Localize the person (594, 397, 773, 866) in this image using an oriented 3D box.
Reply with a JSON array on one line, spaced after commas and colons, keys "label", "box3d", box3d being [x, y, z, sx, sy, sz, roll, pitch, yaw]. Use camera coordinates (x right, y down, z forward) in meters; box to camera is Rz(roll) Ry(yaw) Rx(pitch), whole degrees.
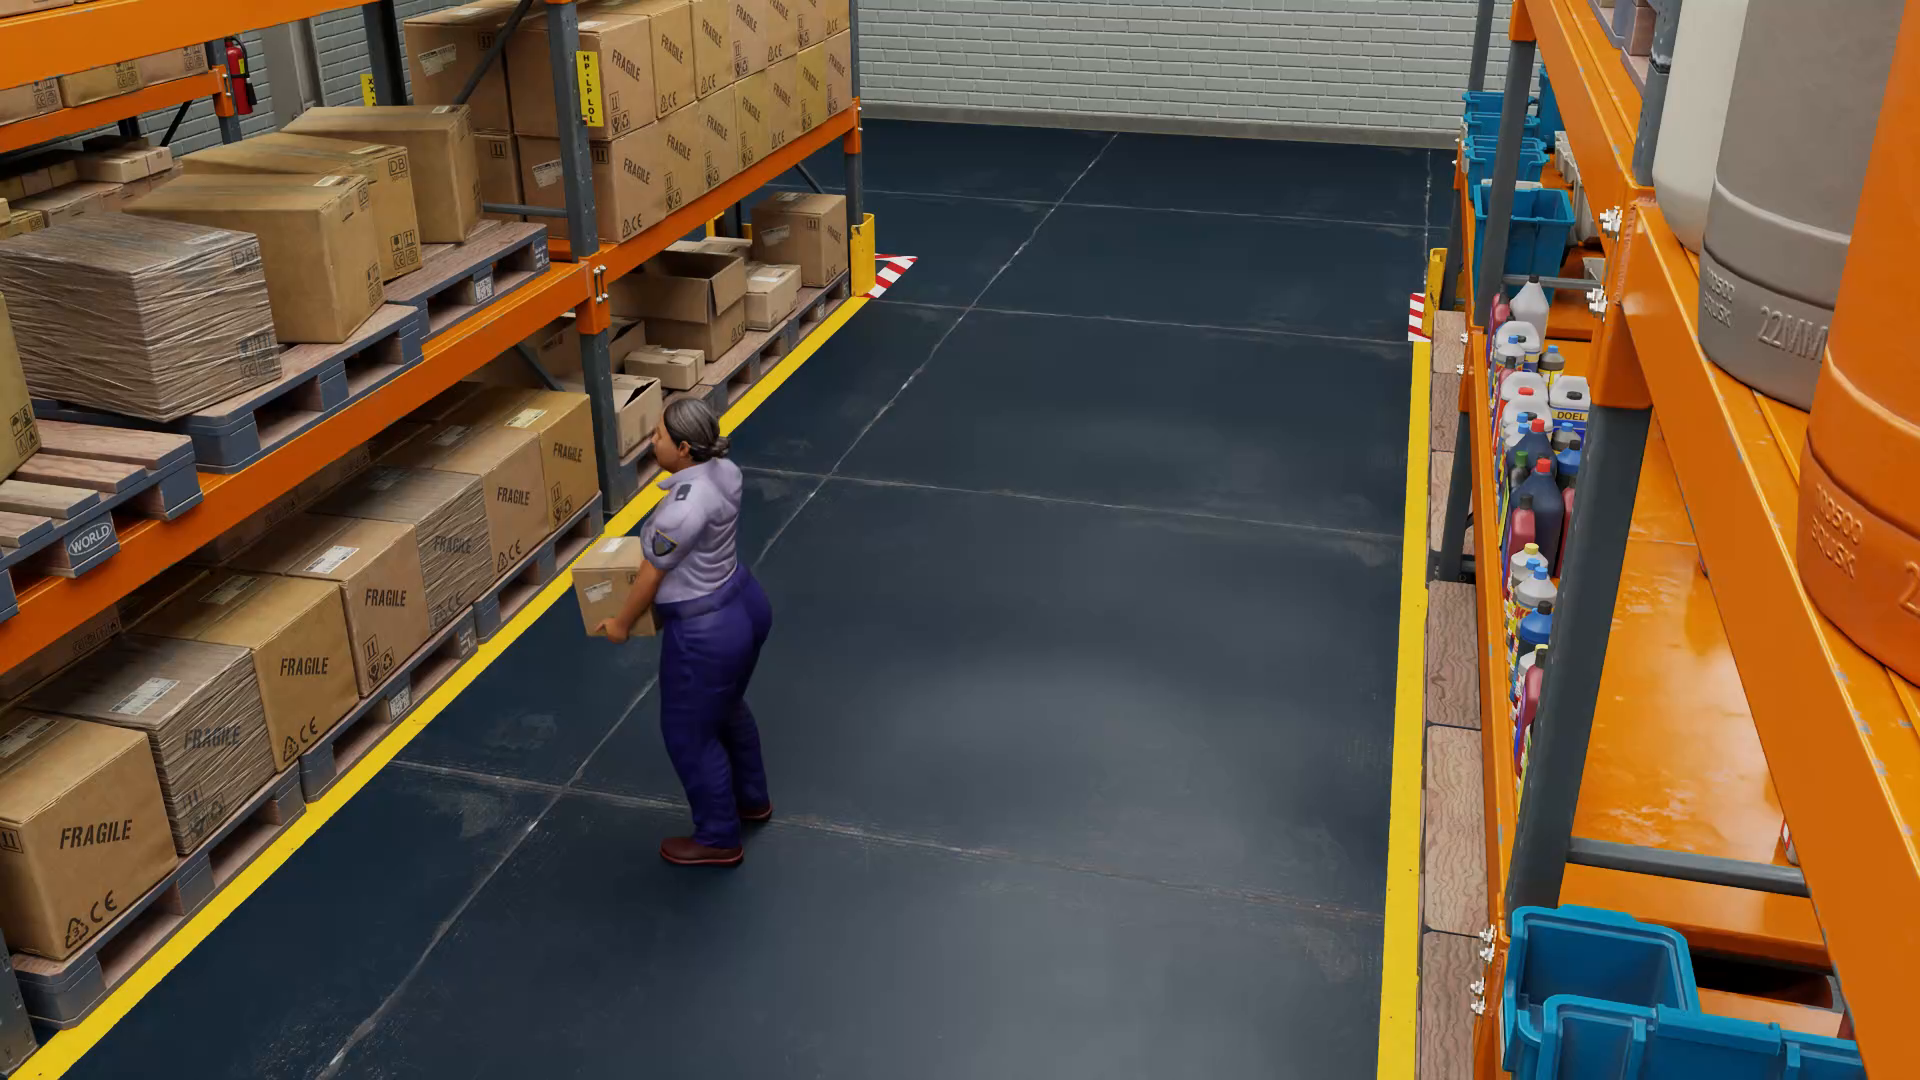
[{"label": "person", "box3d": [-0.913, 0.297, 5.516, 0.529, 1.647, 0.435, 6, 26, 12]}]
